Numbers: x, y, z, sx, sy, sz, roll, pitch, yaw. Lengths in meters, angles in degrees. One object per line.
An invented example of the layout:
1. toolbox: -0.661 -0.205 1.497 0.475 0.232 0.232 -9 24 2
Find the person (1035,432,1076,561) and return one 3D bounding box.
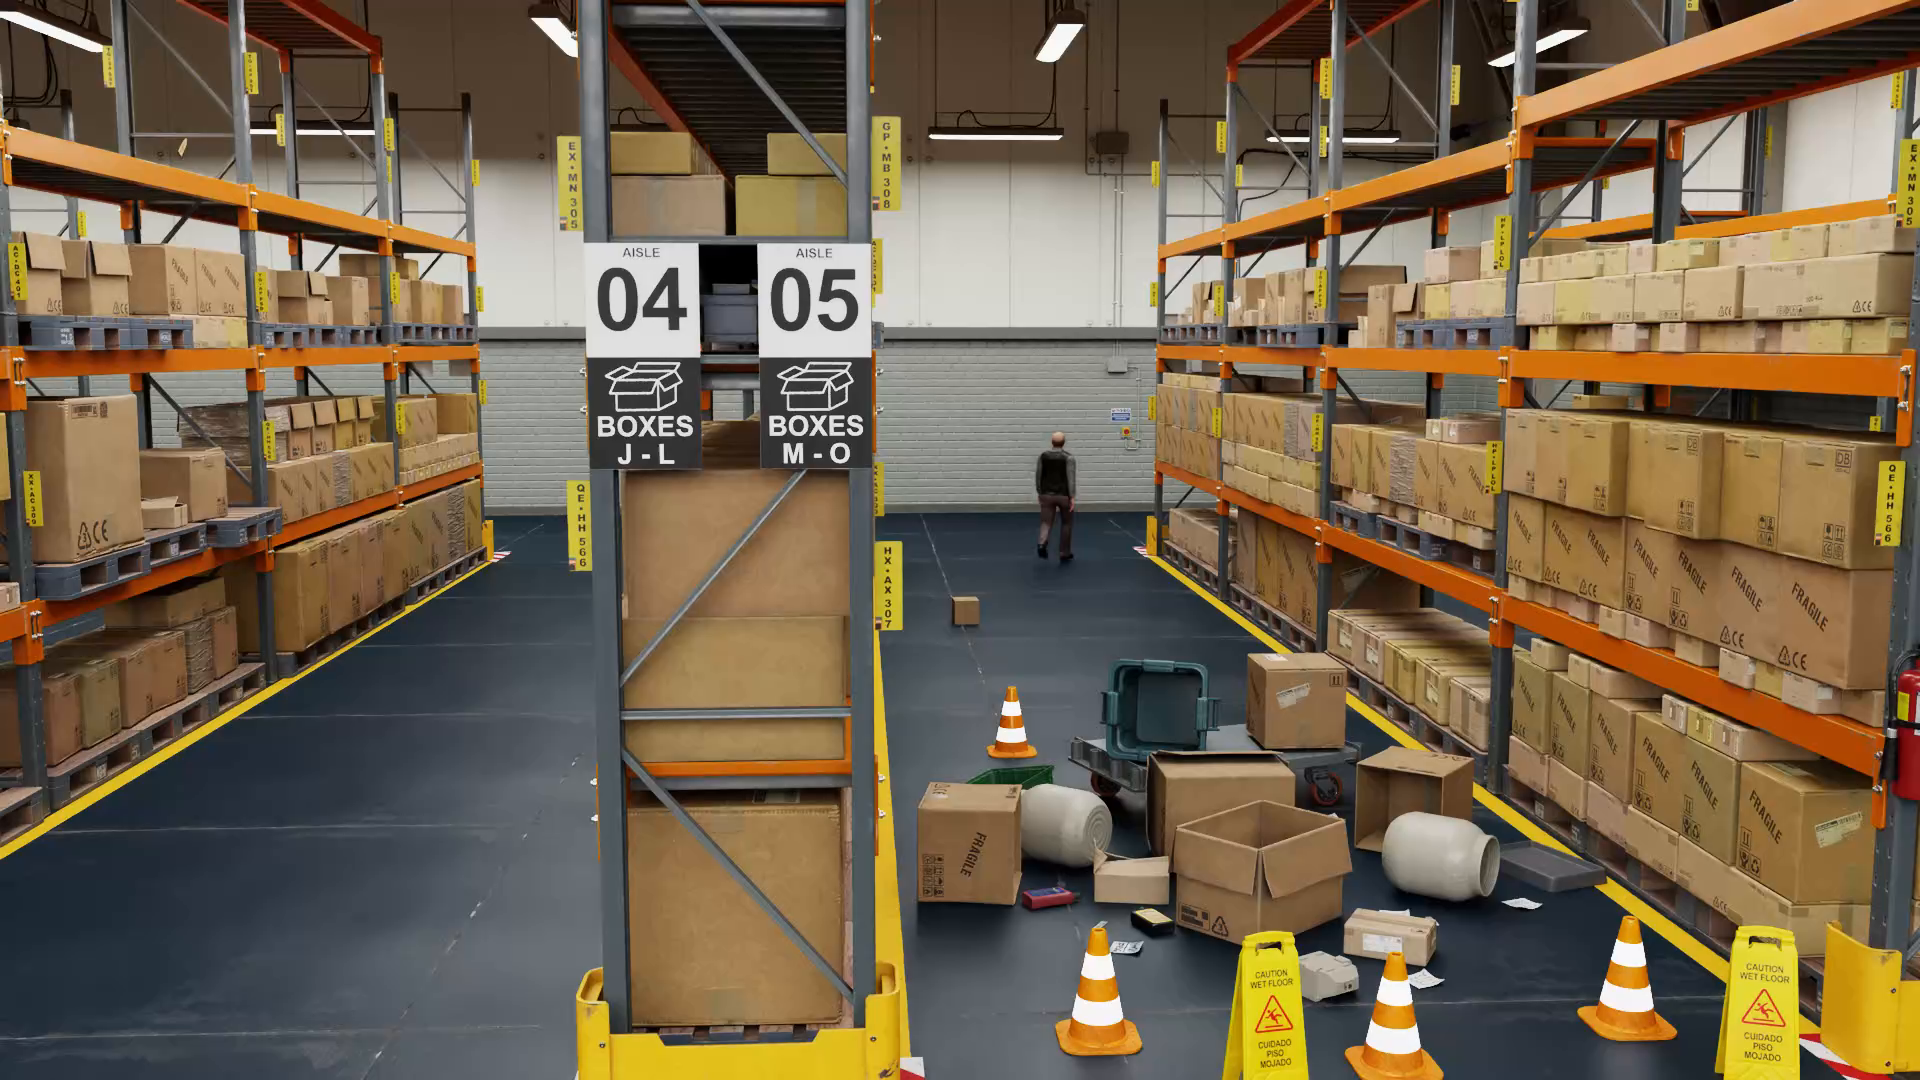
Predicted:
1. person: 1.236 -0.551 21.449 0.557 1.694 0.892 2 7 19
